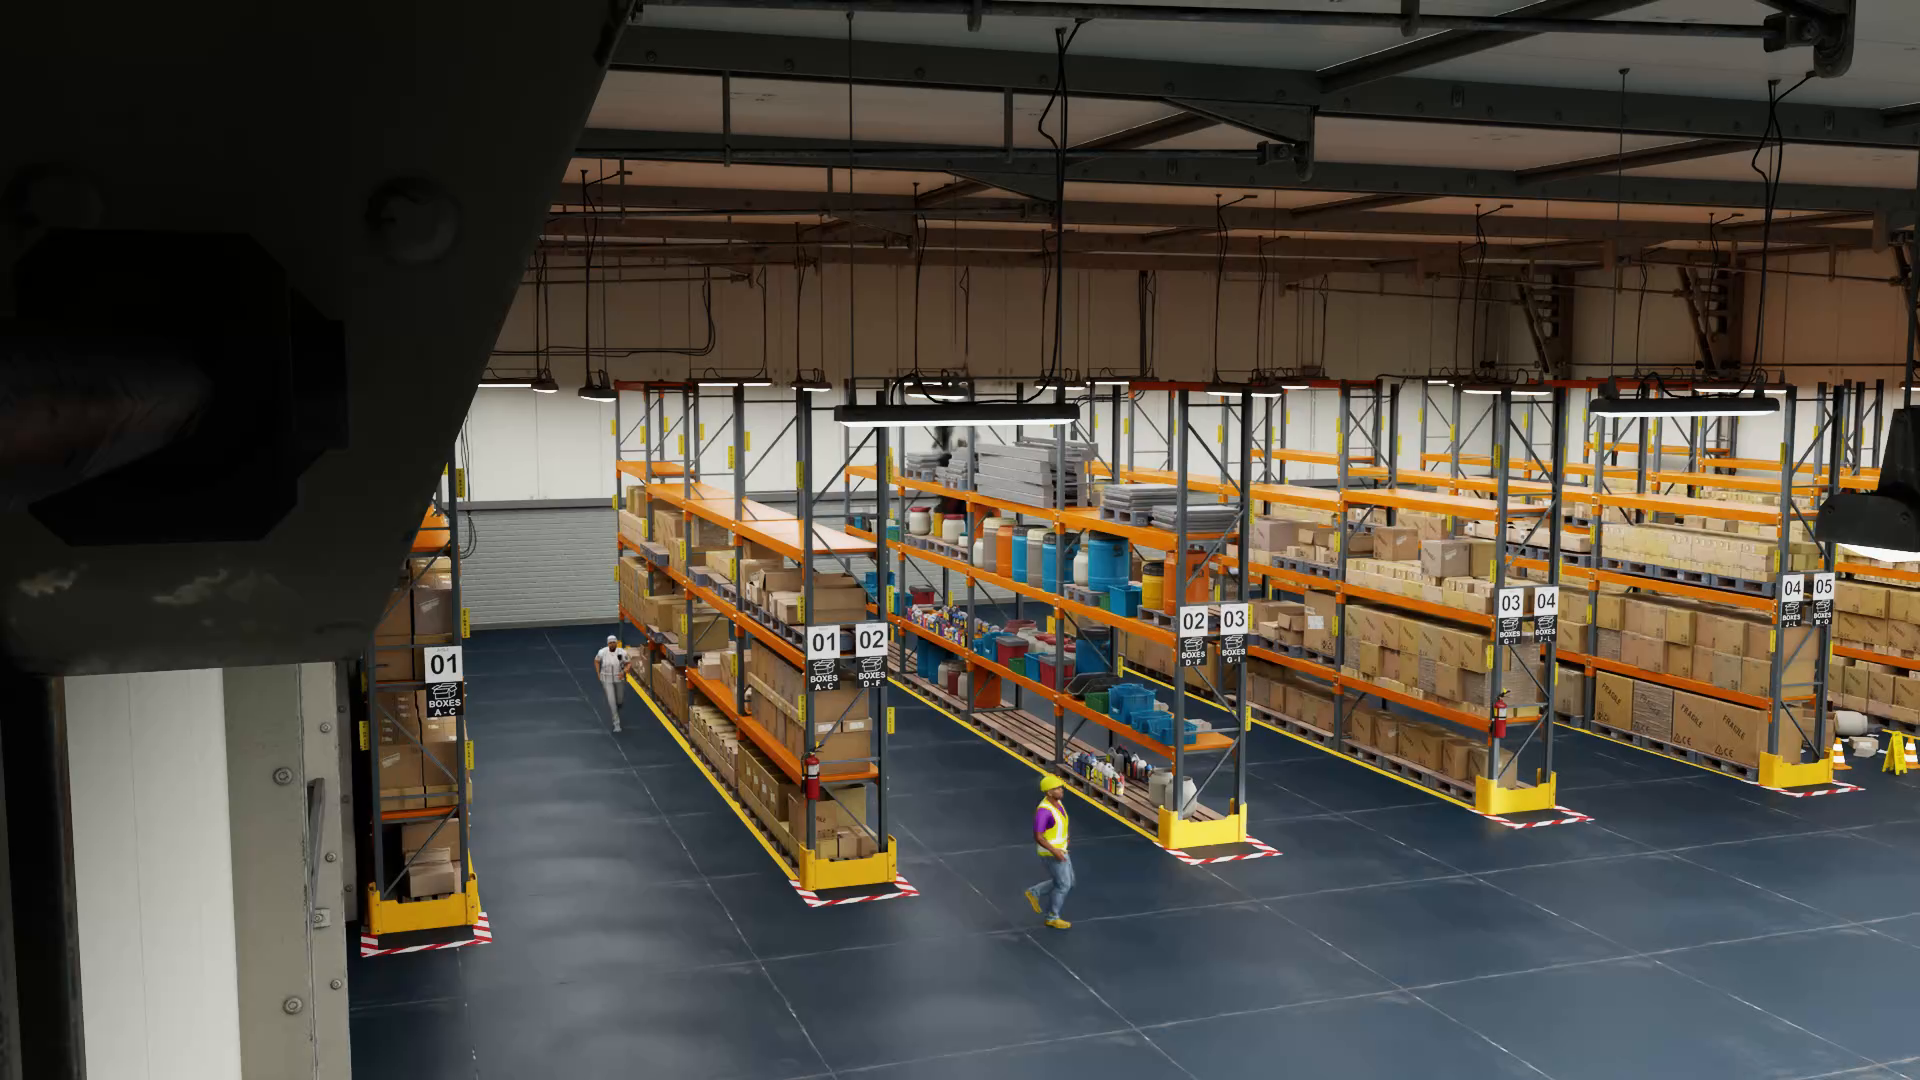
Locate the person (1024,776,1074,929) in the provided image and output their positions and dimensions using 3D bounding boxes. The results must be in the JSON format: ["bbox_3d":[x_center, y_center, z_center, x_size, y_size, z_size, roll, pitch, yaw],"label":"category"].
[{"bbox_3d":[0.995,3.500,18.747,0.557,1.731,0.693,2,6,15],"label":"person"}]

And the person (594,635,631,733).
[{"bbox_3d":[-6.039,2.466,28.978,0.630,1.662,0.879,-2,6,-15],"label":"person"}]

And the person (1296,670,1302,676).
[{"bbox_3d":[6.478,2.089,32.359,0.591,1.652,0.578,-2,6,-17],"label":"person"}]

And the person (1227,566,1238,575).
[{"bbox_3d":[6.529,1.214,40.932,0.562,1.588,0.664,-4,7,-34],"label":"person"}]
